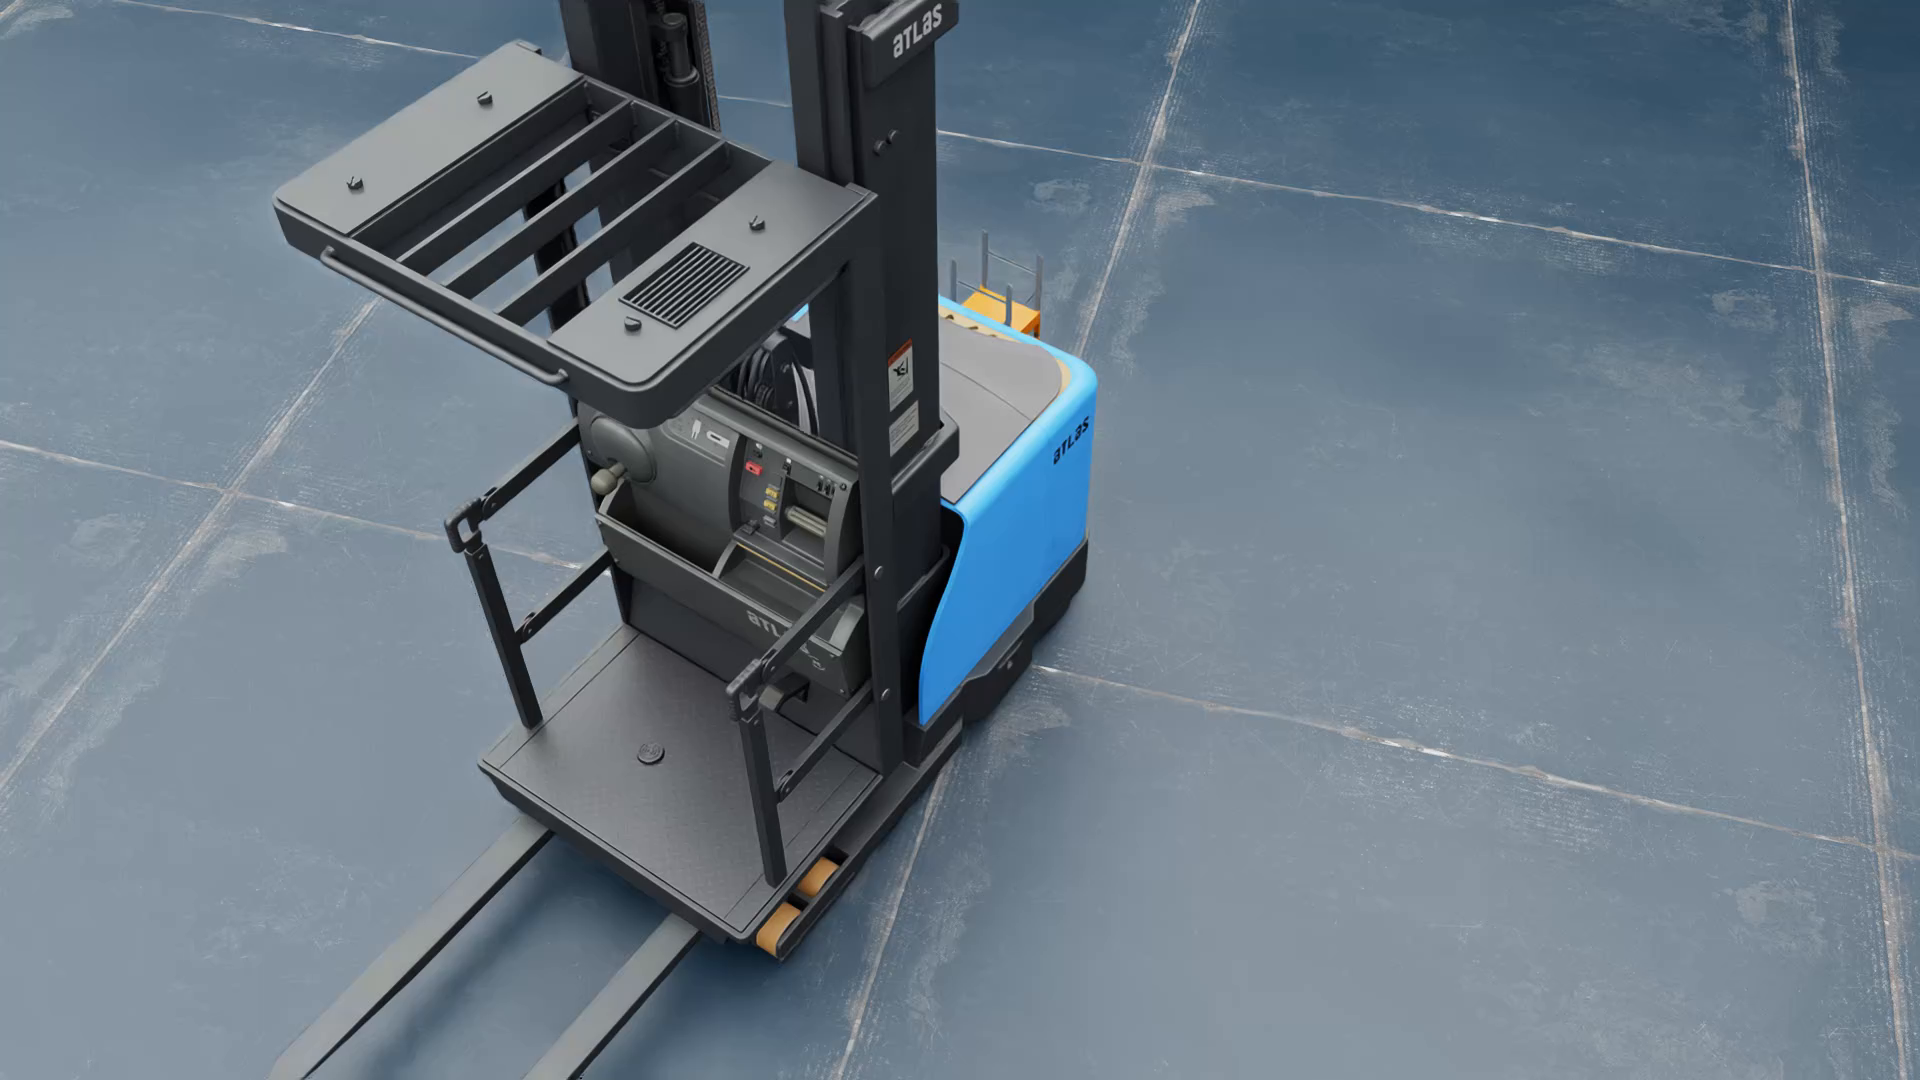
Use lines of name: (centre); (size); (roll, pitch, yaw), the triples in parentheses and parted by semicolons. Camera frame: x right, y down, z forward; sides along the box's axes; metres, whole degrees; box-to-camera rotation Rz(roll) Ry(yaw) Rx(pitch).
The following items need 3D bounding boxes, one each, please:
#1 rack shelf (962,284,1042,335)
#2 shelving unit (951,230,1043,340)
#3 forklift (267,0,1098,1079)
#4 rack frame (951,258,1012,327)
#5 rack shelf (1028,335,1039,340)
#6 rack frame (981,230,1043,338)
rack shelf: (0.122, -0.741, 5.683); (0.258, 0.103, 0.180); (27, 54, 22)
shelving unit: (0.122, -0.532, 5.920); (0.258, 1.200, 0.189); (27, 54, 22)
forklift: (-0.795, -0.109, 4.391); (1.130, 2.935, 3.031); (27, 54, 22)
rack frame: (0.070, -0.476, 5.870); (0.240, 1.200, 0.006); (27, 54, 22)
rack shelf: (0.122, -0.662, 5.773); (0.258, 0.103, 0.180); (27, 54, 22)
rack frame: (0.174, -0.589, 5.969); (0.240, 1.200, 0.006); (27, 54, 22)
